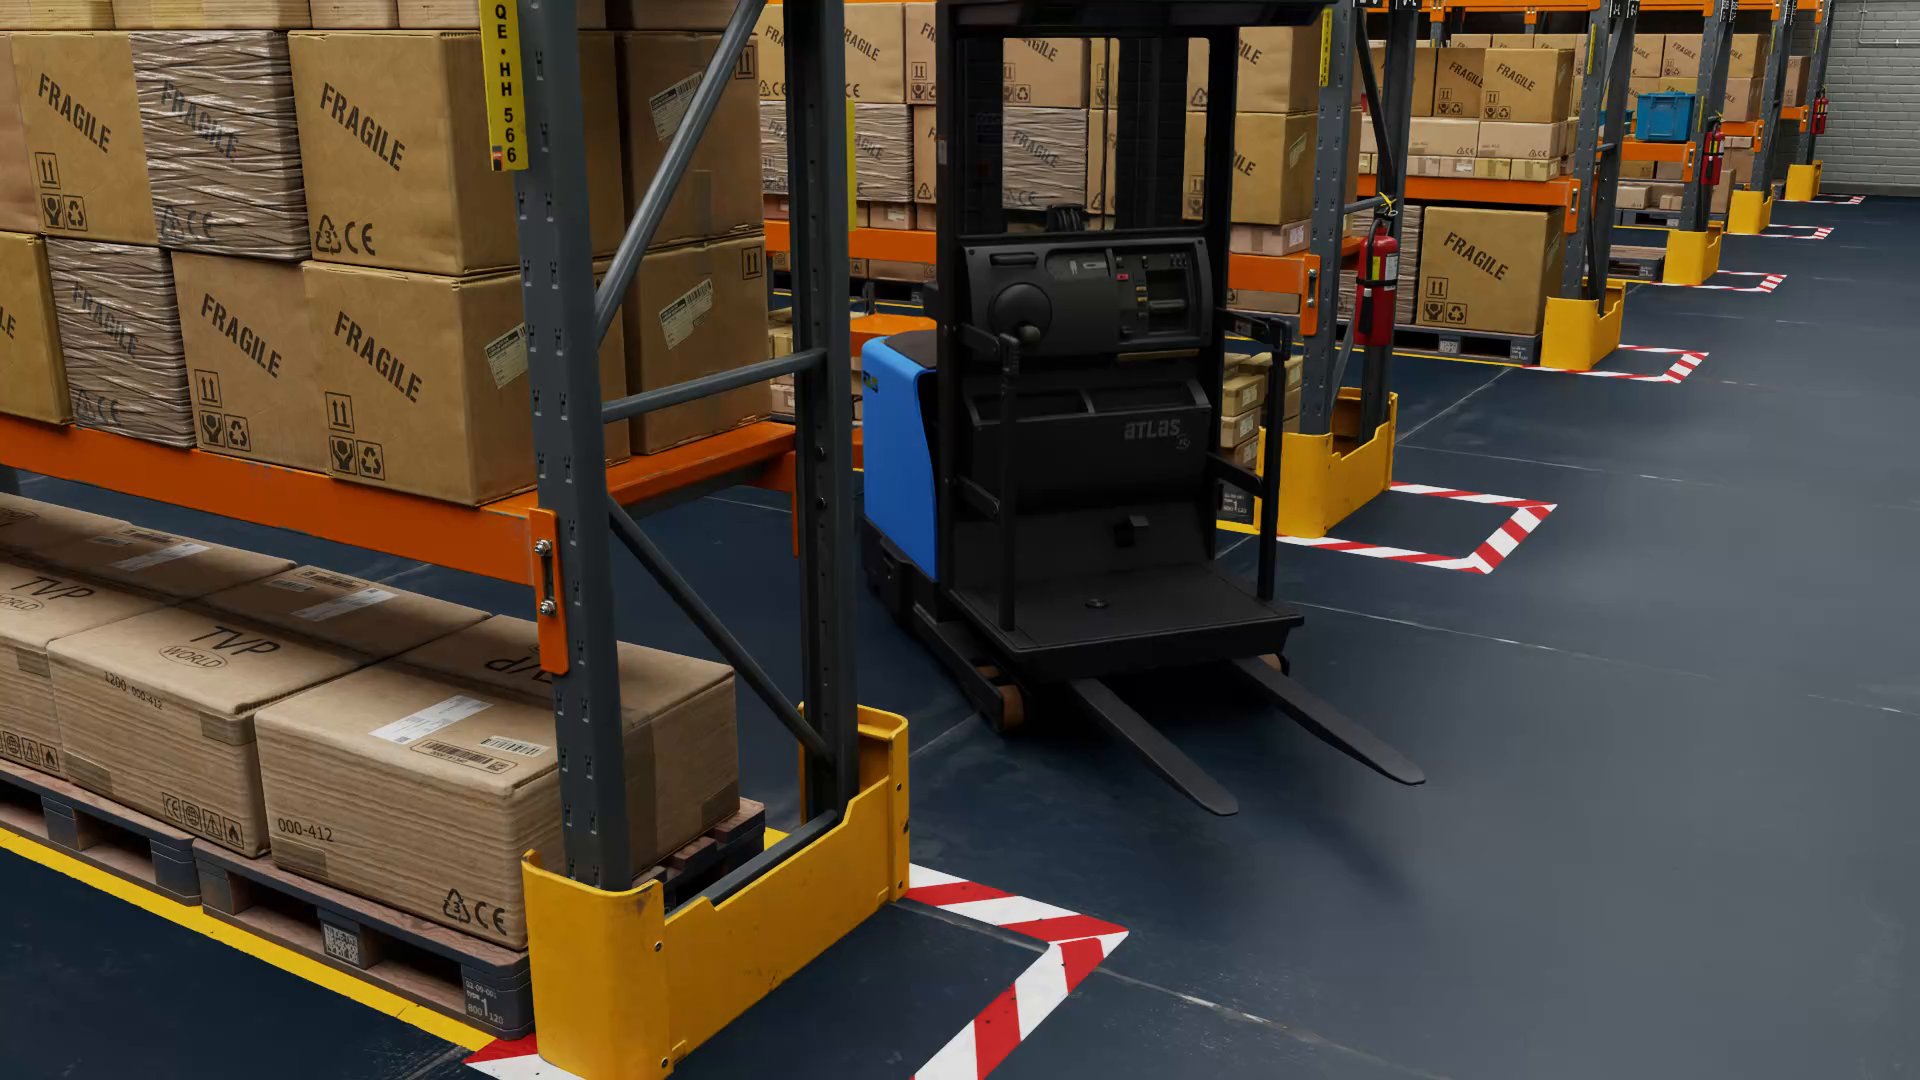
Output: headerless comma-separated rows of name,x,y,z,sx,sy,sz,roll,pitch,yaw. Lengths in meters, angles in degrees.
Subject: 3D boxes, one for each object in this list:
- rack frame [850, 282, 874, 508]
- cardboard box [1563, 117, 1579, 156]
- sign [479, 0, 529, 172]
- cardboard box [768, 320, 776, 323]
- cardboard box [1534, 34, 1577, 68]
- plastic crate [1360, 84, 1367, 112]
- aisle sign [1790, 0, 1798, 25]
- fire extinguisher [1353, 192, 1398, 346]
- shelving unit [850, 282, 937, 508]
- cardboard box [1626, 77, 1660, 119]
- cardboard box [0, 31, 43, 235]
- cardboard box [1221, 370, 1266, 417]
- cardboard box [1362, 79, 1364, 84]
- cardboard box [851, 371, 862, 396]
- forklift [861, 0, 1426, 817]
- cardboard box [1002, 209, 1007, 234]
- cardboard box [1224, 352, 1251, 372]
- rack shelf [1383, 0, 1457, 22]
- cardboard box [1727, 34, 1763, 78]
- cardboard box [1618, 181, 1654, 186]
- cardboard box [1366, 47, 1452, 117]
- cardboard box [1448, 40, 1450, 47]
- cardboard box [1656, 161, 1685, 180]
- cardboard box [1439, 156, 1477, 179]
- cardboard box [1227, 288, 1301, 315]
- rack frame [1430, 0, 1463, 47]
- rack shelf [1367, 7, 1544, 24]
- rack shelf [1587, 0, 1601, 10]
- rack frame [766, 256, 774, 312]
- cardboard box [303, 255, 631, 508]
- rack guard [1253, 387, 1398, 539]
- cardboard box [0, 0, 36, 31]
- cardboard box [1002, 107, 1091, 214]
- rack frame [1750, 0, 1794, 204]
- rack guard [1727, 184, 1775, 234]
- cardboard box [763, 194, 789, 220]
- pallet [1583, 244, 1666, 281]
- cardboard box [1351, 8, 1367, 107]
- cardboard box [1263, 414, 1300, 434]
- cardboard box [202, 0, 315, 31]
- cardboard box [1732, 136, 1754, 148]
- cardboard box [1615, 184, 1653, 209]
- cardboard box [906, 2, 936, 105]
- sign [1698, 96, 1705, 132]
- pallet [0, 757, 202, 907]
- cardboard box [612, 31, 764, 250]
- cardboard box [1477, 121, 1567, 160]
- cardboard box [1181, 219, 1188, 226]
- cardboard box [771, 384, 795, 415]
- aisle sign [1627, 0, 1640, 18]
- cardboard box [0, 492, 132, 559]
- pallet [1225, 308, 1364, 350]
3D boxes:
rack frame,-0.552,-0.667,8.141,0.032,1.125,0.500,9,19,27
cardboard box,4.330,-3.016,12.395,0.500,0.250,0.500,10,19,29
sign,-0.885,-0.886,3.238,0.005,0.325,0.100,10,20,30
cardboard box,-1.308,-1.219,9.891,0.250,0.149,0.380,11,20,32
cardboard box,7.508,-6.095,20.893,0.500,0.500,0.500,9,19,28
plastic crate,4.410,-4.502,17.328,0.583,0.464,0.402,10,20,30
aisle sign,9.997,-6.565,19.859,0.004,0.787,0.394,10,20,30
fire extinguisher,1.888,-1.224,7.526,0.183,0.674,0.296,10,20,30
shelving unit,-0.103,-0.598,7.913,1.048,1.125,0.538,9,19,27
cardboard box,8.395,-5.462,20.530,0.500,0.500,0.500,10,20,30
cardboard box,-2.432,-1.117,4.505,0.500,0.500,0.500,10,20,30
cardboard box,1.332,-0.732,8.288,0.250,0.149,0.380,10,20,31
cardboard box,5.471,-6.332,22.671,0.500,0.500,0.700,14,22,39
cardboard box,-0.412,-0.912,9.393,0.250,0.149,0.380,11,20,33
forklift,0.537,-0.874,5.717,1.130,2.935,3.031,-6,18,-18
cardboard box,0.203,-1.706,8.768,0.250,0.149,0.380,11,20,31
cardboard box,1.349,-0.890,8.809,0.250,0.149,0.380,11,20,31
rack shelf,4.672,-7.262,22.704,4.000,0.370,1.077,10,20,30
cardboard box,9.262,-5.784,19.870,0.500,0.500,0.500,10,20,30
cardboard box,8.618,-4.458,21.371,0.500,0.250,0.500,10,20,30
cardboard box,3.459,-3.528,12.791,0.500,0.500,0.500,10,19,29
cardboard box,8.003,-7.741,26.195,0.500,0.250,0.500,11,20,31
cardboard box,10.870,-5.725,25.145,0.500,0.500,0.700,9,19,28
cardboard box,3.685,-2.736,12.158,0.250,0.149,0.380,10,20,30
cardboard box,2.476,-2.341,13.360,0.875,0.875,0.875,10,20,30
rack frame,6.376,-5.867,22.034,0.127,3.000,1.000,10,20,30
rack shelf,7.261,-8.489,26.745,4.000,0.370,1.077,10,20,30
rack shelf,2.893,-4.201,12.626,4.000,0.370,1.077,10,20,30
rack frame,-1.493,-2.201,9.966,0.127,3.000,1.000,10,20,30
cardboard box,-1.139,-0.407,3.887,0.500,0.500,0.500,10,20,30
rack guard,1.851,-0.408,8.364,0.348,0.500,1.175,10,20,30
cardboard box,-2.330,-1.418,4.379,0.250,0.149,0.380,11,20,32
cardboard box,0.525,-1.942,8.428,0.500,0.500,0.500,10,20,30
rack frame,9.785,-5.258,20.031,0.127,3.000,1.000,10,20,30
rack guard,9.720,-4.074,20.433,0.348,0.500,1.175,10,20,30
cardboard box,-0.909,-1.908,9.434,0.250,0.149,0.380,9,19,28
pallet,6.507,-2.833,16.844,1.213,0.211,1.003,10,20,30
cardboard box,1.672,-2.395,8.201,0.500,0.500,0.500,10,20,30
cardboard box,1.636,-0.588,8.839,0.250,0.149,0.380,11,20,31
cardboard box,-1.493,-1.244,3.807,0.250,0.149,0.380,10,20,30
cardboard box,11.521,-5.857,24.465,0.250,0.149,0.380,10,19,29
cardboard box,8.399,-4.327,20.939,0.500,0.250,0.500,10,20,30
cardboard box,0.063,-2.503,8.555,0.500,0.500,0.500,9,19,28
sign,6.915,-3.972,15.514,0.005,0.325,0.100,10,20,30
pallet,-2.347,0.695,5.230,1.213,0.211,1.003,10,20,30
cardboard box,-0.849,-1.021,4.189,0.500,0.500,0.500,10,19,29
cardboard box,4.045,-2.884,11.961,0.500,0.250,0.500,10,19,29
cardboard box,1.076,-1.533,8.200,0.250,0.149,0.380,10,20,30
cardboard box,-0.885,-0.837,9.659,0.250,0.149,0.380,10,20,30
aisle sign,4.816,-4.113,11.787,0.004,0.787,0.394,10,20,30
cardboard box,-3.519,0.188,5.789,0.875,0.438,0.875,10,19,29
pallet,2.839,-1.759,13.310,1.213,0.211,1.003,10,20,30
